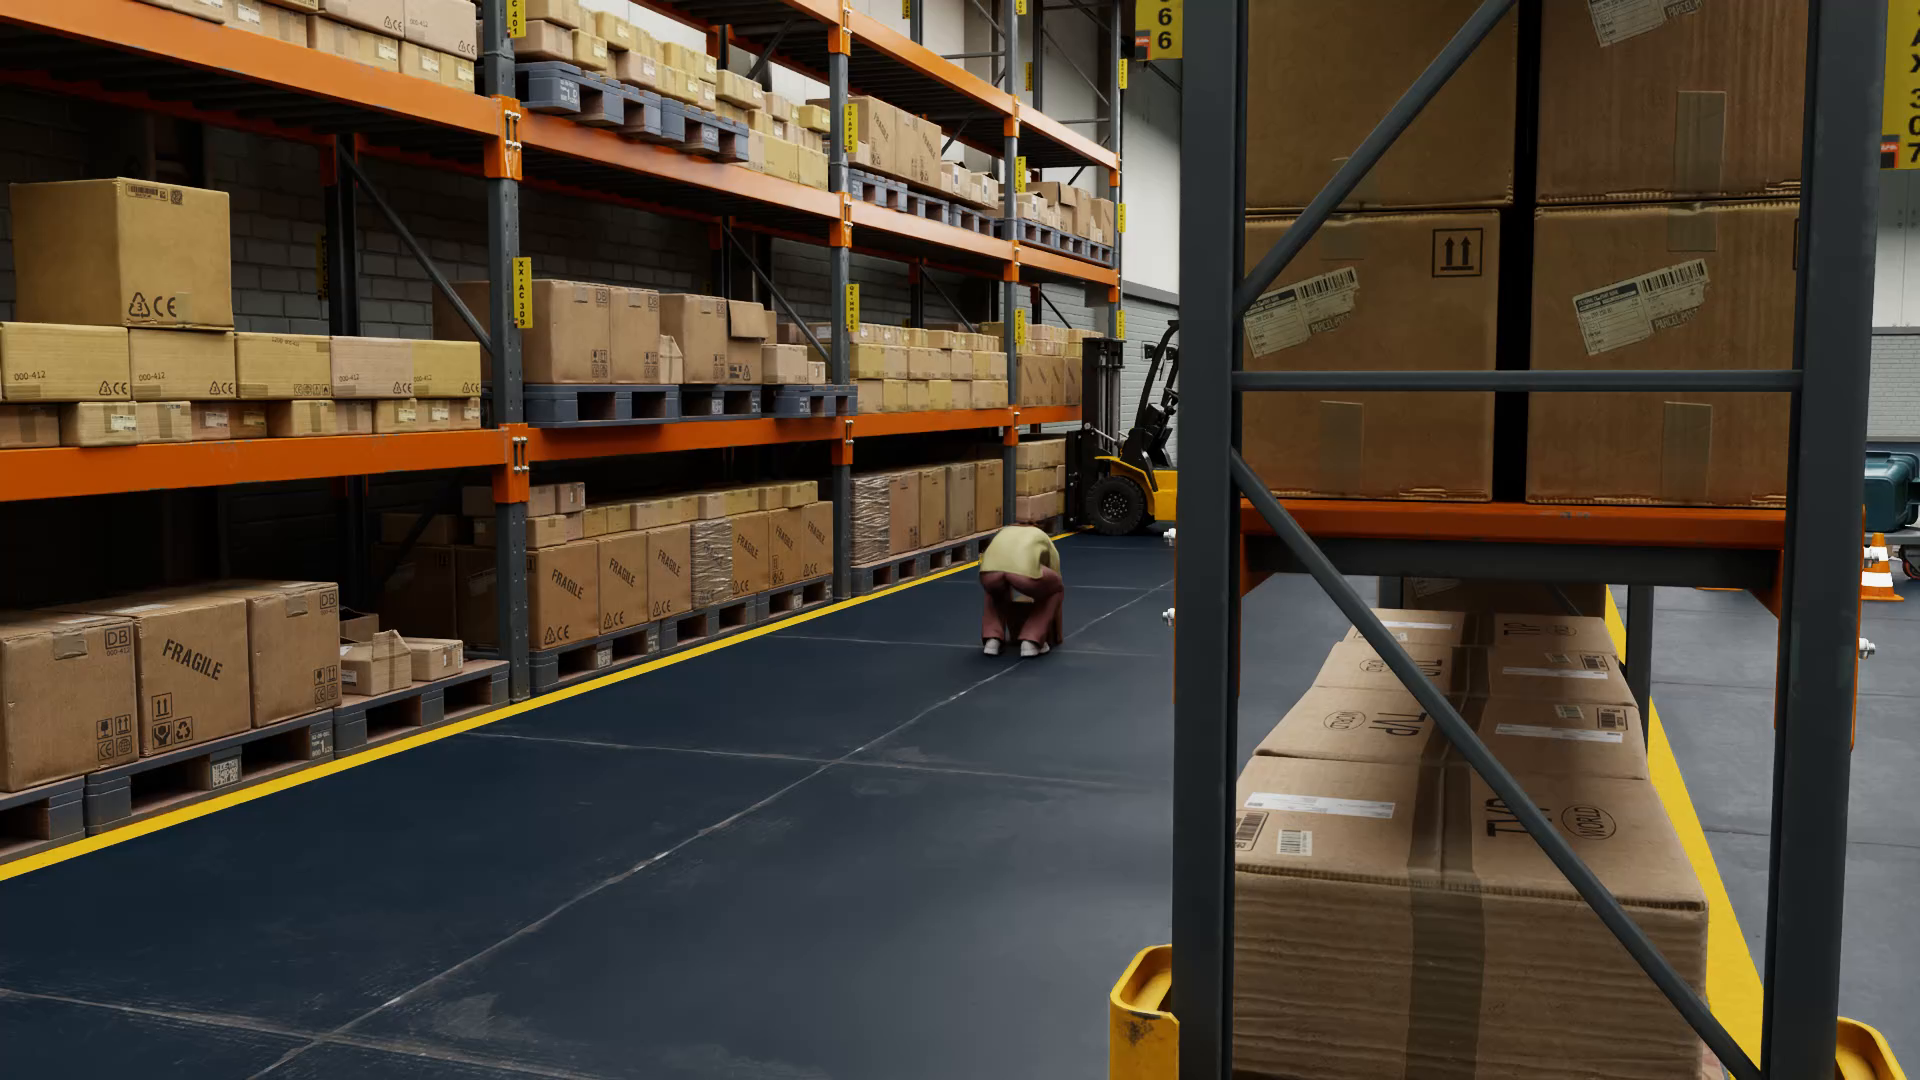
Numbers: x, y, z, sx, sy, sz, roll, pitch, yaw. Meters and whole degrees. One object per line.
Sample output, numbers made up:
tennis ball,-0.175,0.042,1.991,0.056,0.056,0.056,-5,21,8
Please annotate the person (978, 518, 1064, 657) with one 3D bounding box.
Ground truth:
person,0.353,0.266,9.490,0.457,0.756,0.864,2,6,17
